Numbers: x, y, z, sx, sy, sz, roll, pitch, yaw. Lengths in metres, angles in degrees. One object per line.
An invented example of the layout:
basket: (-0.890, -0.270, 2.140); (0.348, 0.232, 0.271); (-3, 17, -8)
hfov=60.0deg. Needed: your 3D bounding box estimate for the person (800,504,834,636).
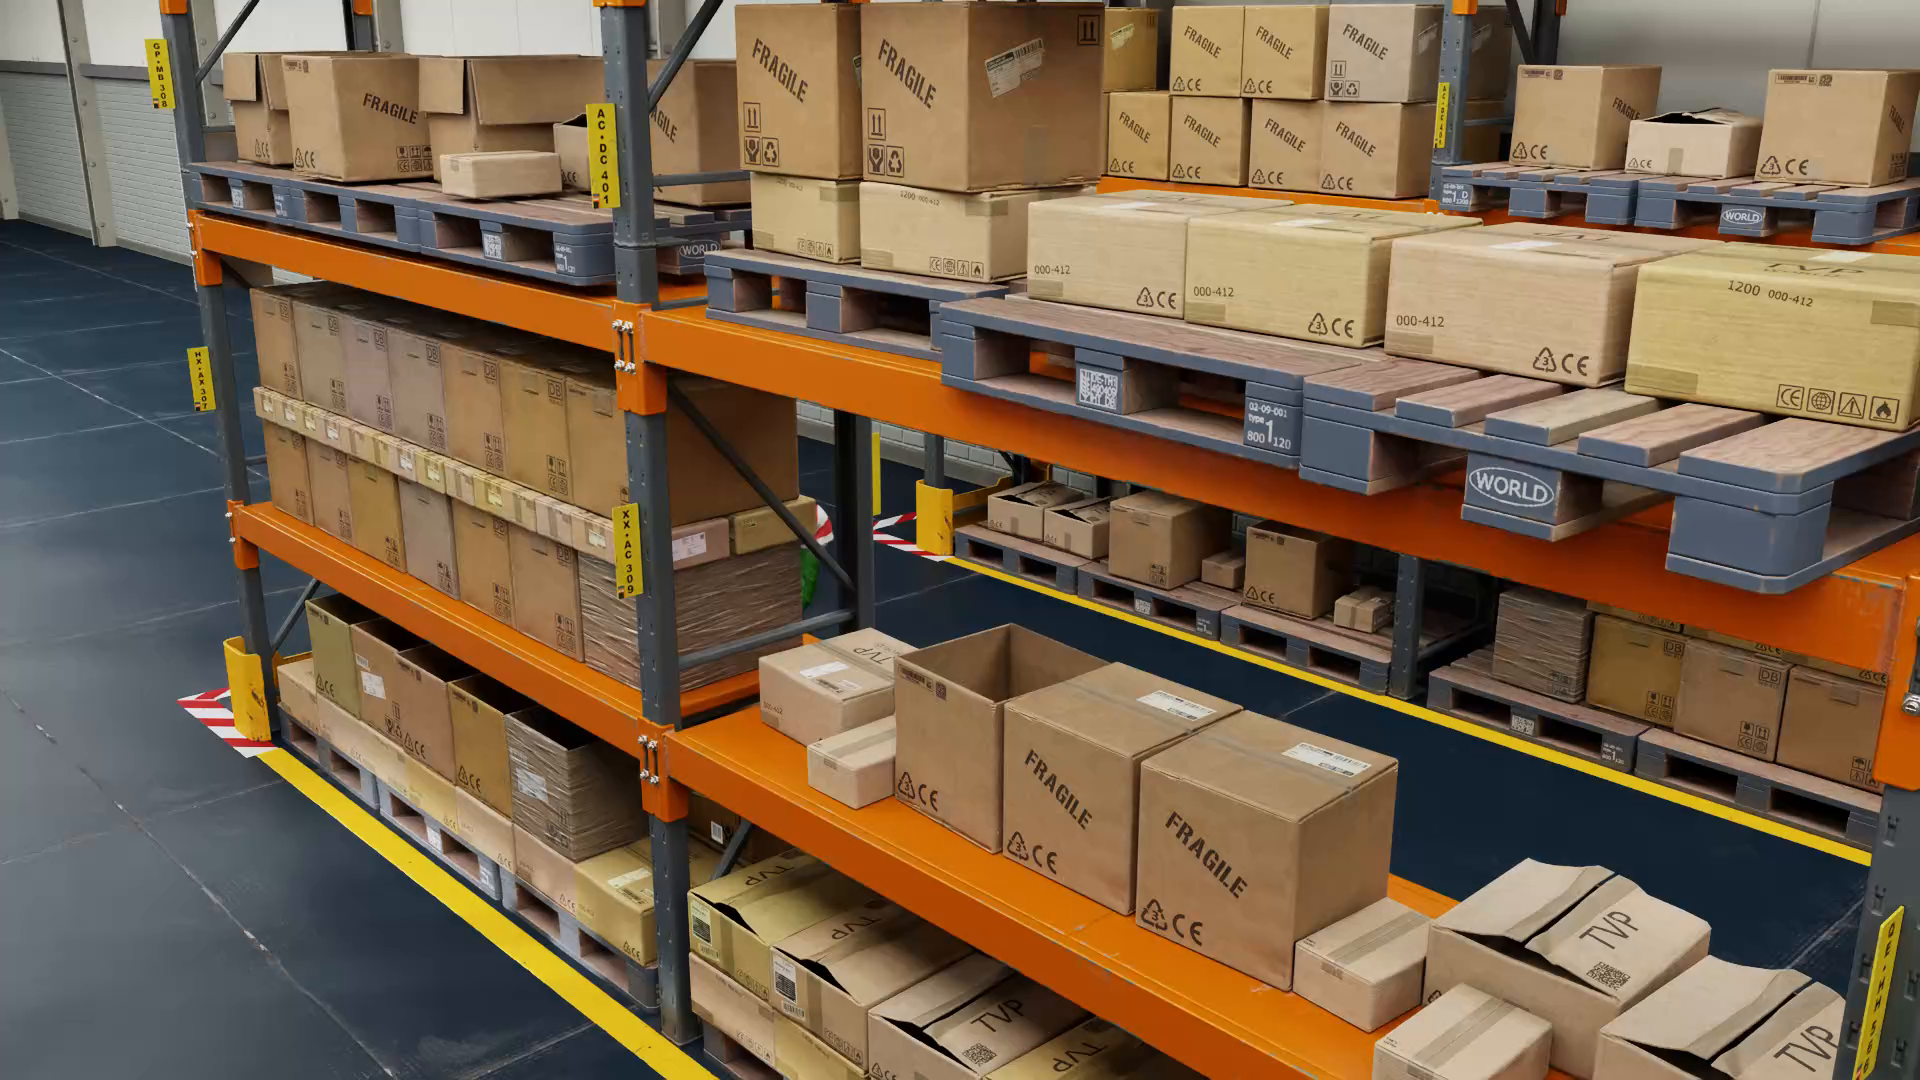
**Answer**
person: (-1.133, 0.251, 9.481); (0.497, 1.319, 0.909); (16, 23, 42)
